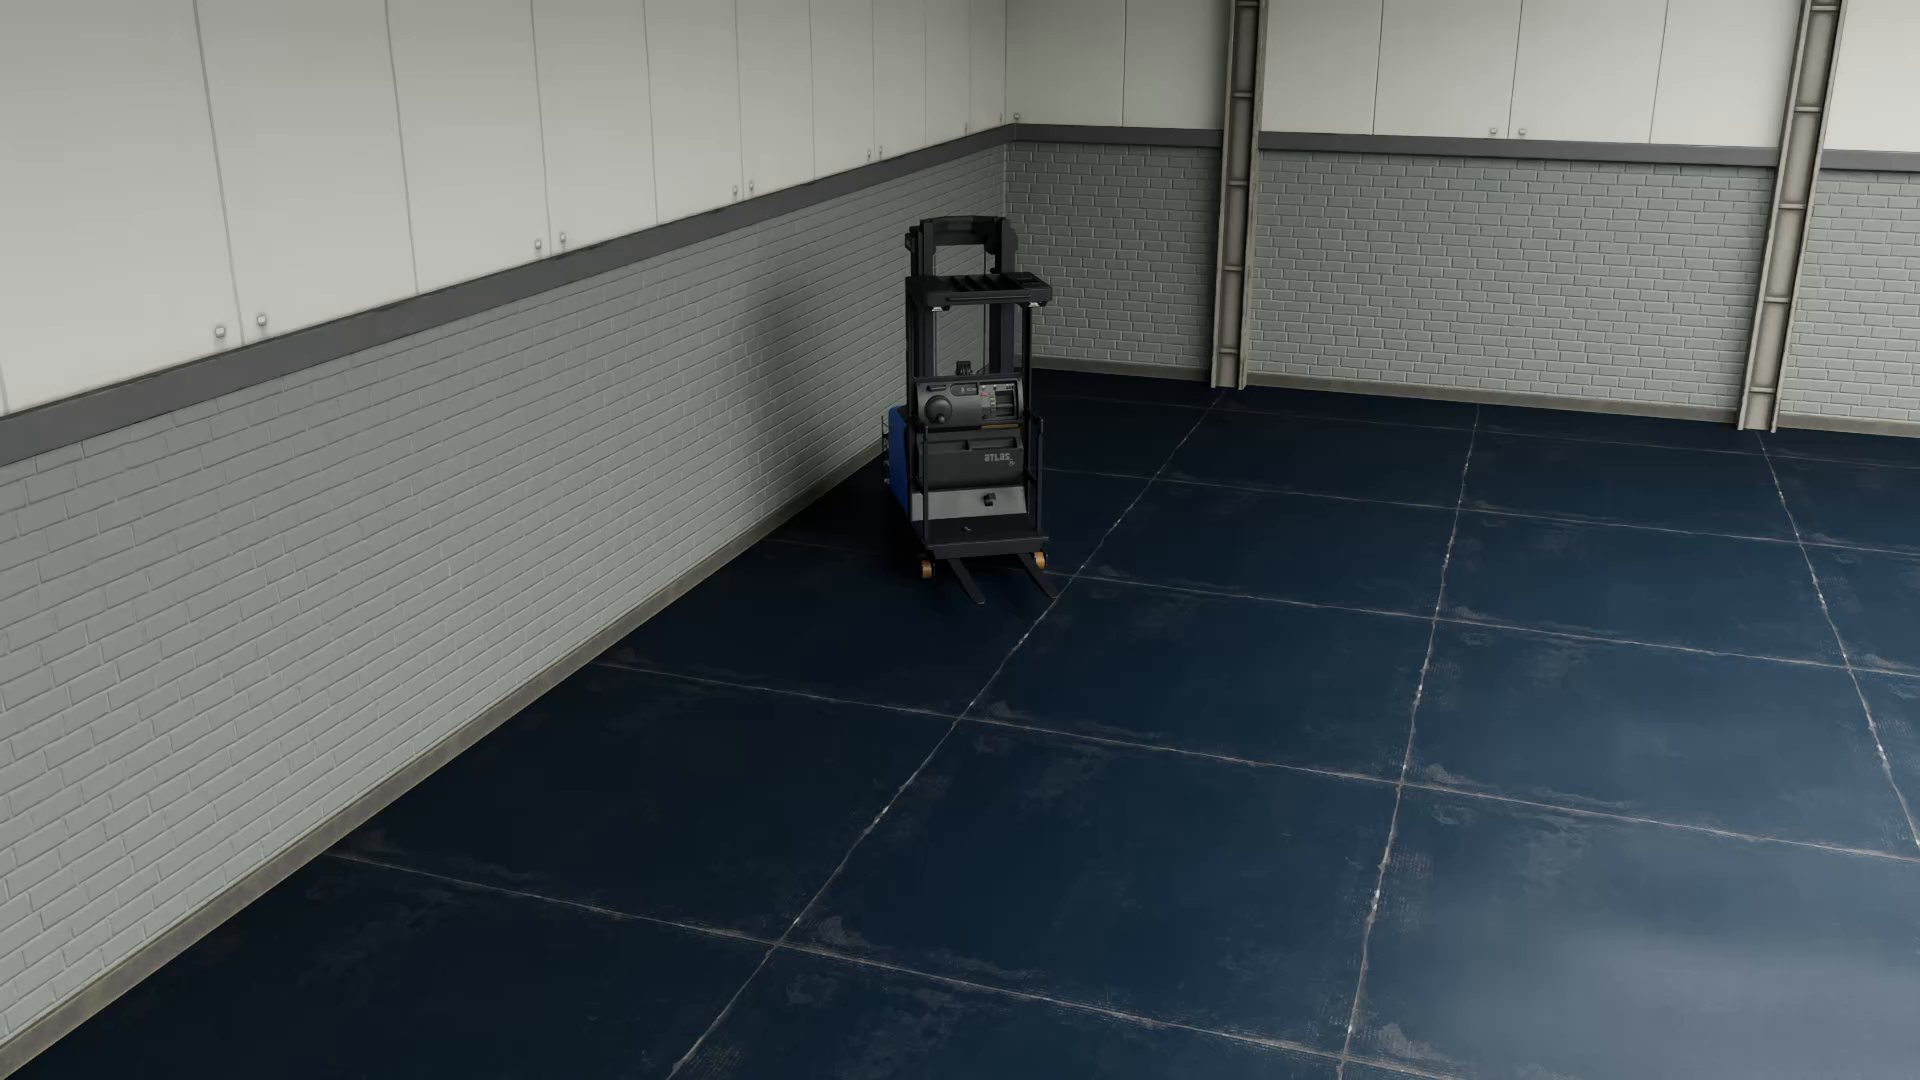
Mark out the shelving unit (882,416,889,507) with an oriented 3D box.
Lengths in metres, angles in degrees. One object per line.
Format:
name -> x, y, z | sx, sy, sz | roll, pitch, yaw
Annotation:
shelving unit -> -0.607, -0.734, 15.929 | 0.210, 0.900, 0.258 | -7, 20, -19

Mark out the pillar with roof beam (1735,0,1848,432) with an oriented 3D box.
pillar with roof beam -> 7.599, -4.185, 13.524 | 0.400, 9.000, 9.100 | 7, 20, 18

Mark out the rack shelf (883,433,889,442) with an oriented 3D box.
rack shelf -> -0.607, -0.957, 15.851 | 0.200, 0.077, 0.258 | -7, 20, -19

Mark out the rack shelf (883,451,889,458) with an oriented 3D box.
rack shelf -> -0.607, -0.787, 15.910 | 0.200, 0.077, 0.258 | -7, 20, -19

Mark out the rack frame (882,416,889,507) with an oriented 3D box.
rack frame -> -0.703, -0.722, 15.896 | 0.006, 0.900, 0.240 | -7, 20, -19

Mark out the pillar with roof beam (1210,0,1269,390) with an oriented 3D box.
pillar with roof beam -> 1.931, -4.833, 15.384 | 0.400, 9.000, 9.100 | 7, 20, 18

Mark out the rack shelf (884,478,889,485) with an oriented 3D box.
rack shelf -> -0.607, -0.532, 15.999 | 0.200, 0.077, 0.258 | -7, 20, -19

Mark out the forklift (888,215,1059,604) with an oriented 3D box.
forklift -> 0.133, -1.184, 14.134 | 1.130, 2.935, 3.031 | -4, 20, -12

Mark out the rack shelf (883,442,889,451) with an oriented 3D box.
rack shelf -> -0.607, -0.872, 15.880 | 0.200, 0.077, 0.258 | -7, 20, -19

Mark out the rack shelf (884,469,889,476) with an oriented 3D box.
rack shelf -> -0.607, -0.617, 15.969 | 0.200, 0.077, 0.258 | -7, 20, -19

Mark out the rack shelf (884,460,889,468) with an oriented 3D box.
rack shelf -> -0.607, -0.702, 15.940 | 0.200, 0.077, 0.258 | -7, 20, -19
